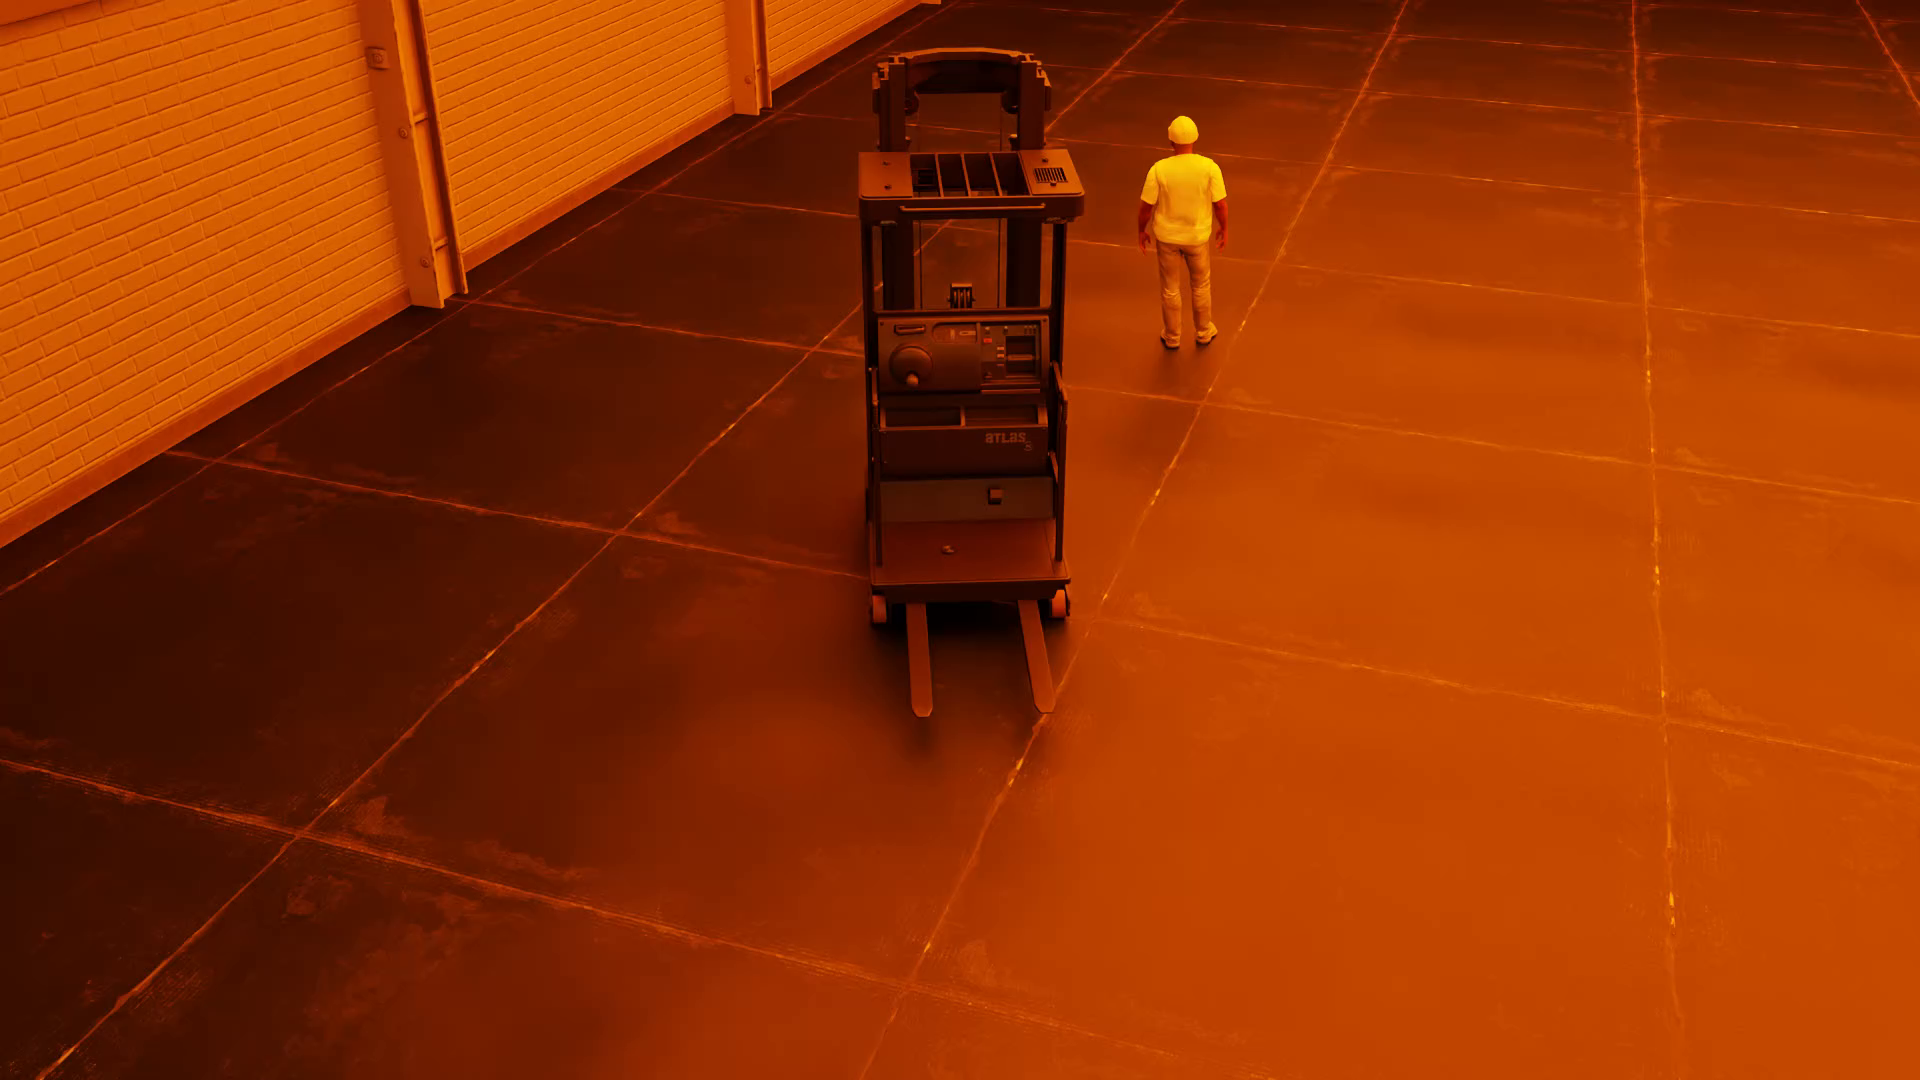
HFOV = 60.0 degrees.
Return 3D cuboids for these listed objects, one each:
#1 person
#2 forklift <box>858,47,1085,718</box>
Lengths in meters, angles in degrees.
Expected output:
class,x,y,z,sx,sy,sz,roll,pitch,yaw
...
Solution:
class,x,y,z,sx,sy,sz,roll,pitch,yaw
person,1.649,-2.287,12.309,0.665,1.766,0.577,4,30,6
forklift,0.035,-0.972,8.842,1.130,2.935,3.031,-2,30,-3
